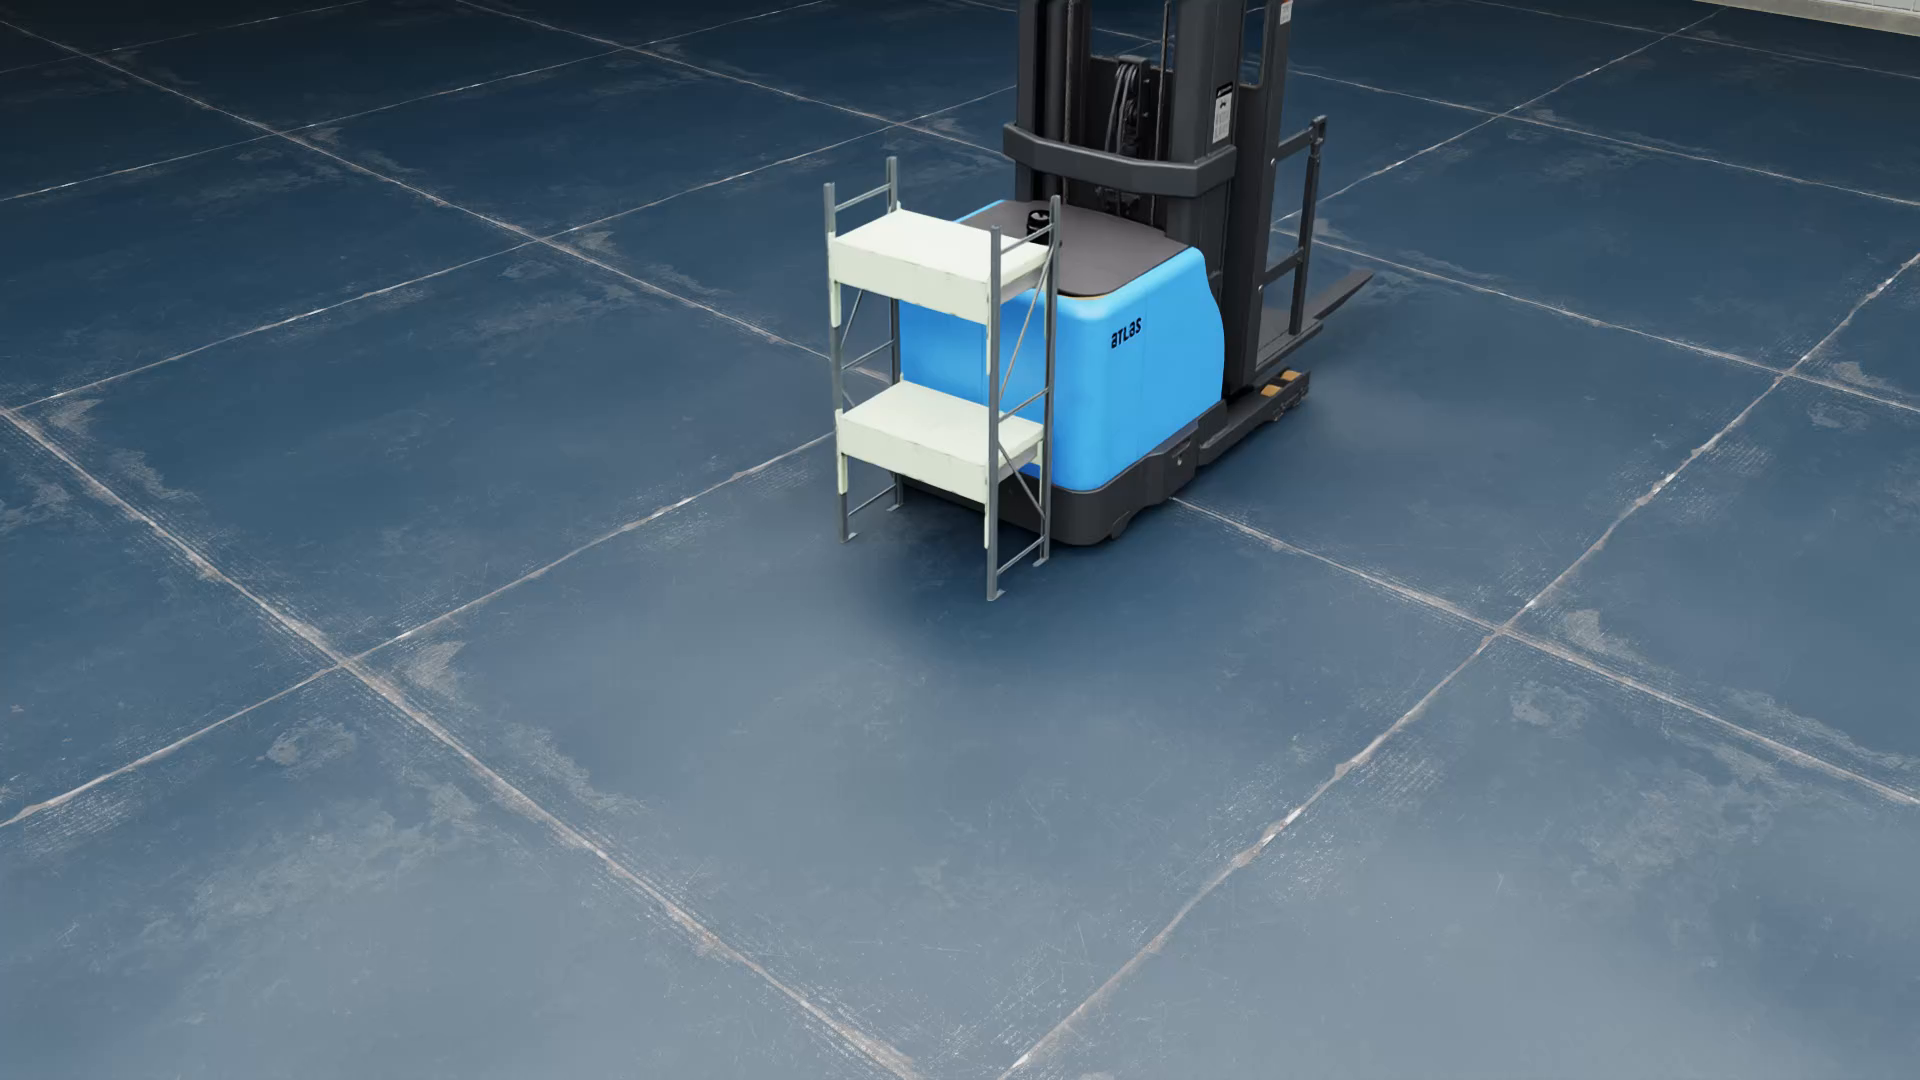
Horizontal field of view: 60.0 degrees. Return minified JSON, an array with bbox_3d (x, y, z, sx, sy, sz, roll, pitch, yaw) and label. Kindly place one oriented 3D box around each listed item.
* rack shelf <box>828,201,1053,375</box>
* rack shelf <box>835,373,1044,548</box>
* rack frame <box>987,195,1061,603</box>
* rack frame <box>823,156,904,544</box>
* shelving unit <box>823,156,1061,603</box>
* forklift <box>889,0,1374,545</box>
[{"bbox_3d":[-0.068,-0.934,6.091,0.720,0.370,0.431,21,37,30],"label":"rack shelf"},{"bbox_3d":[-0.068,-0.320,6.460,0.720,0.370,0.431,21,37,30],"label":"rack shelf"},{"bbox_3d":[0.228,-0.489,6.108,0.023,1.500,0.400,21,37,30],"label":"rack frame"},{"bbox_3d":[-0.364,-0.711,6.476,0.023,1.500,0.400,21,37,30],"label":"rack frame"},{"bbox_3d":[-0.068,-0.600,6.292,0.755,1.500,0.431,21,37,30],"label":"shelving unit"},{"bbox_3d":[0.982,-1.938,7.127,1.130,2.935,3.031,21,37,31],"label":"forklift"}]
